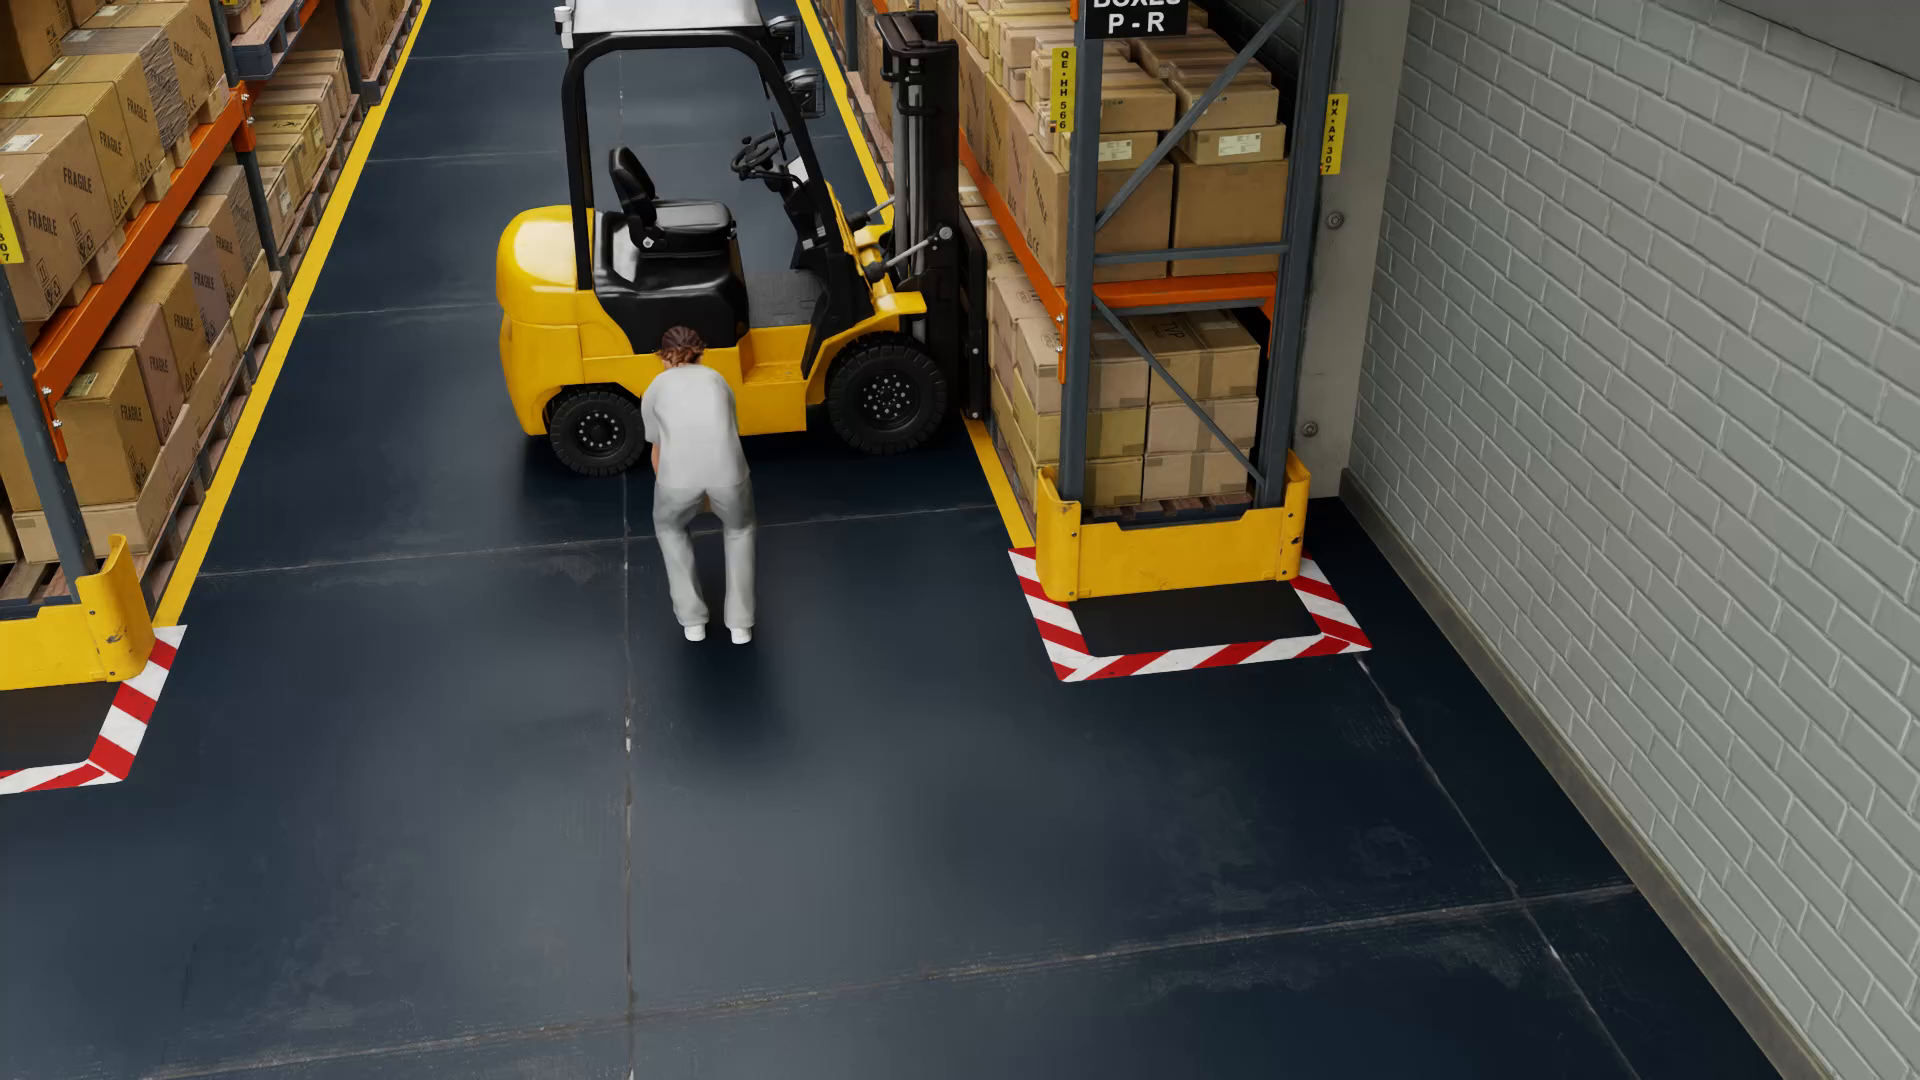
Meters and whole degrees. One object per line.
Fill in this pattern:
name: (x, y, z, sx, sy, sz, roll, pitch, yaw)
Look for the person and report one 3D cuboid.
person: (-1.085, -0.220, 6.980, 0.429, 1.188, 0.844, -6, 31, -11)
